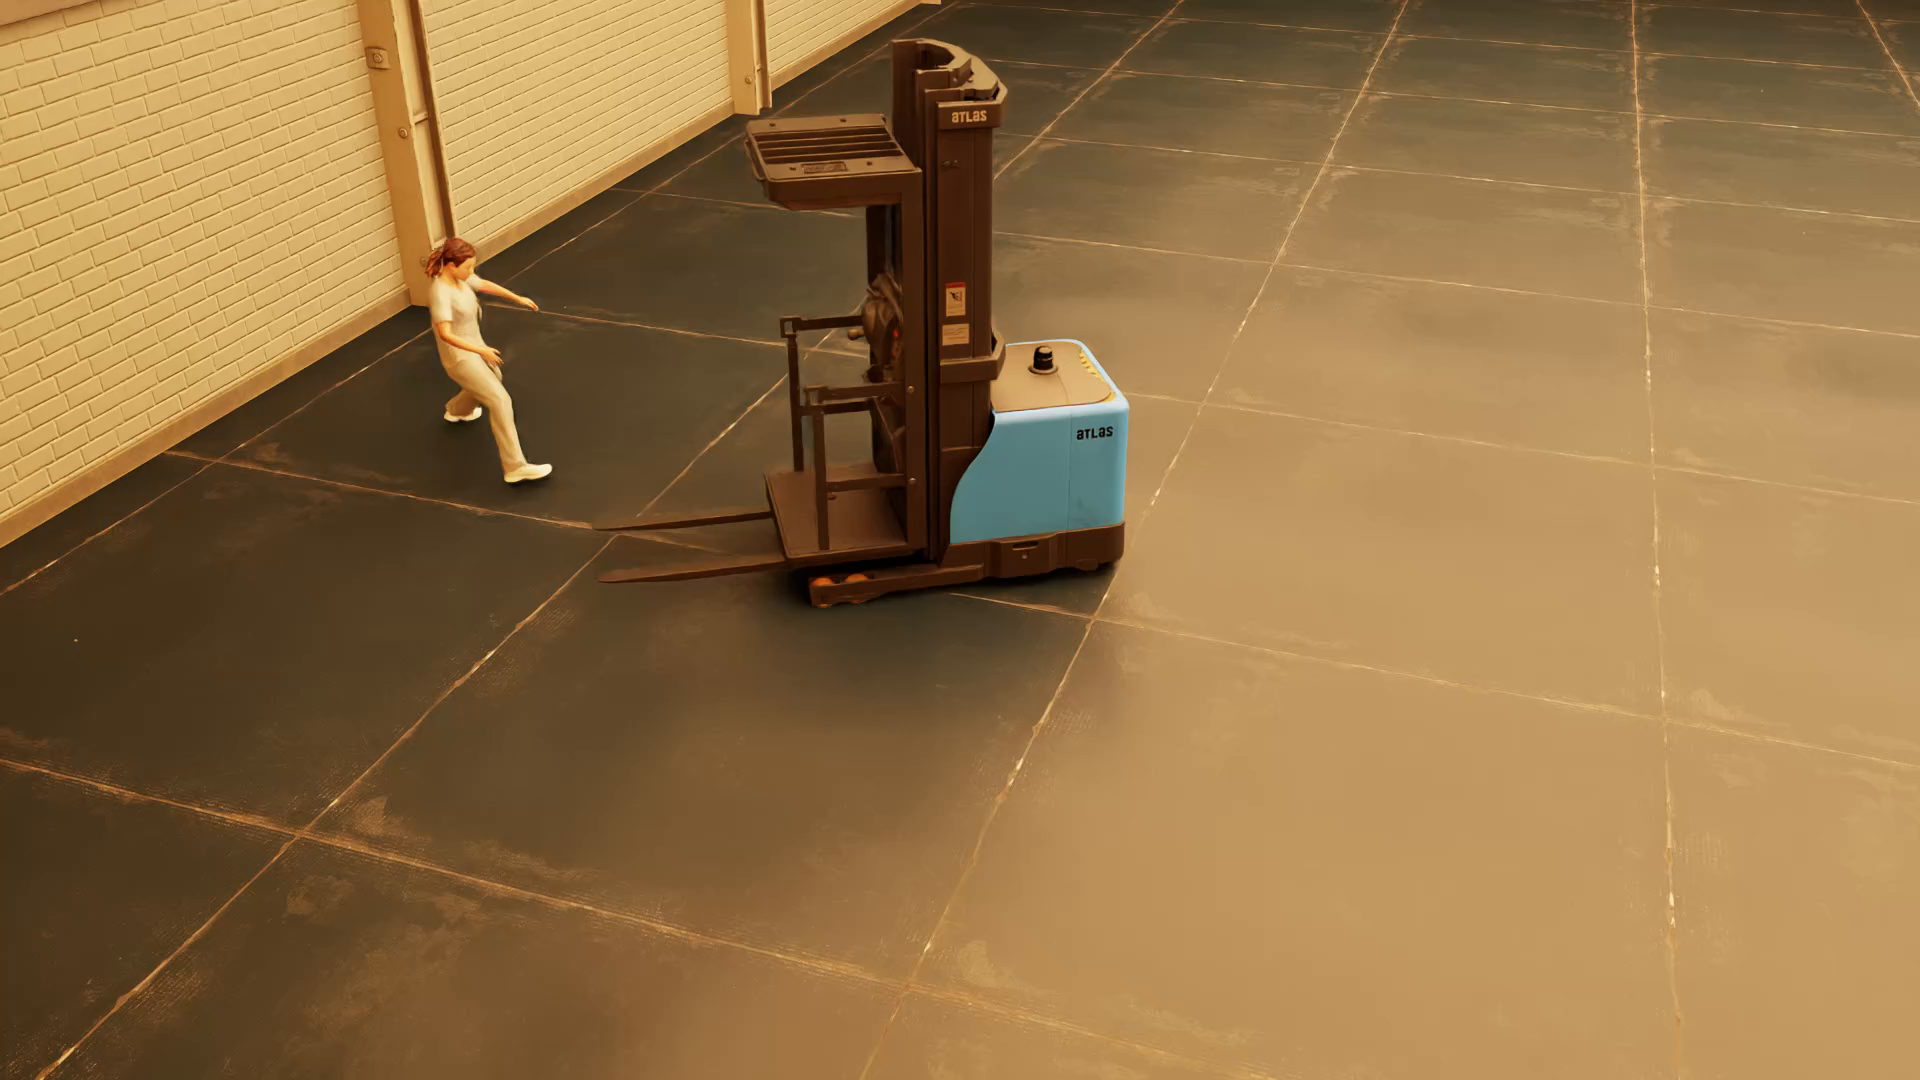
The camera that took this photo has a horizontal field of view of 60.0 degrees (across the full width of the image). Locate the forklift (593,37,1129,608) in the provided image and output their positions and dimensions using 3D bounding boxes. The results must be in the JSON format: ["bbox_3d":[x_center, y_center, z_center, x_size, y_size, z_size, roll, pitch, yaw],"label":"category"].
[{"bbox_3d":[-0.612,-1.177,9.202,3.031,2.935,1.130,-6,30,-11],"label":"forklift"}]

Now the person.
[{"bbox_3d":[-3.084,-1.251,10.793,0.960,1.501,1.109,2,30,3],"label":"person"}]
